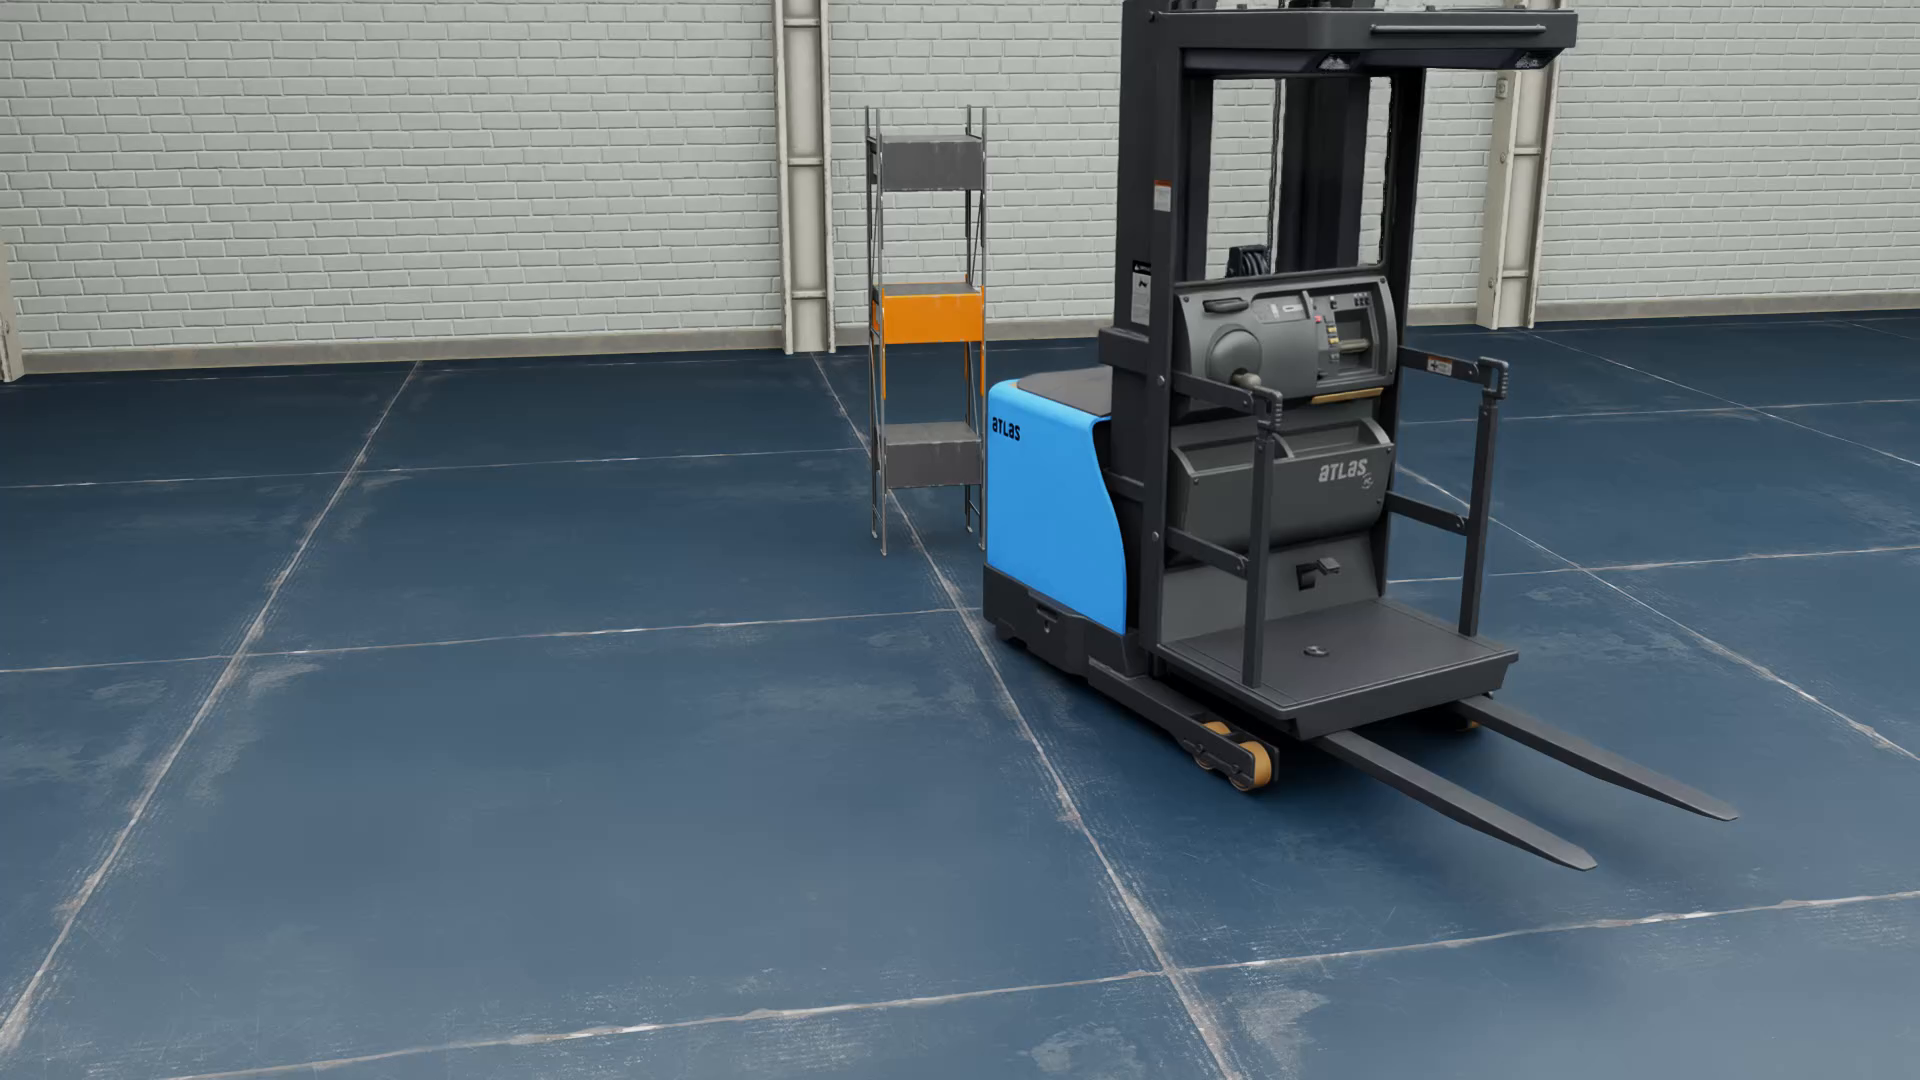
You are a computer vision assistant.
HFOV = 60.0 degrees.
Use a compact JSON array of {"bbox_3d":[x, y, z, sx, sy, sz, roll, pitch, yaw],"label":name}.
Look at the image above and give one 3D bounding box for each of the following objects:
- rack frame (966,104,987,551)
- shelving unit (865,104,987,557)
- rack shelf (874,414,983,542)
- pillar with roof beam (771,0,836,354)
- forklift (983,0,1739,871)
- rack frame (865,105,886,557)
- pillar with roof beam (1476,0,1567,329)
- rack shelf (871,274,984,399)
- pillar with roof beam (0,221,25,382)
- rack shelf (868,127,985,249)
[{"bbox_3d":[0.077,-1.008,8.018,0.015,2.100,0.400,-3,17,-10],"label":"rack frame"},{"bbox_3d":[-0.163,-0.995,7.973,0.503,2.100,0.431,-3,17,-10],"label":"shelving unit"},{"bbox_3d":[-0.163,-0.312,8.183,0.480,0.518,0.431,-3,17,-10],"label":"rack shelf"},{"bbox_3d":[-0.386,-4.576,7.882,0.400,9.000,9.100,-3,17,-10],"label":"pillar with roof beam"},{"bbox_3d":[1.263,-0.712,5.639,1.130,2.935,3.031,-9,19,-28],"label":"forklift"},{"bbox_3d":[-0.402,-0.981,7.929,0.015,2.100,0.400,-3,17,-10],"label":"rack frame"},{"bbox_3d":[5.505,-4.910,8.970,0.400,9.000,9.100,-3,17,-10],"label":"pillar with roof beam"},{"bbox_3d":[-0.163,-0.981,7.978,0.480,0.518,0.431,-3,17,-10],"label":"rack shelf"},{"bbox_3d":[-6.277,-4.241,6.794,0.400,9.000,9.100,-3,17,-10],"label":"pillar with roof beam"},{"bbox_3d":[-0.163,-1.651,7.772,0.480,0.518,0.431,-3,17,-10],"label":"rack shelf"}]
